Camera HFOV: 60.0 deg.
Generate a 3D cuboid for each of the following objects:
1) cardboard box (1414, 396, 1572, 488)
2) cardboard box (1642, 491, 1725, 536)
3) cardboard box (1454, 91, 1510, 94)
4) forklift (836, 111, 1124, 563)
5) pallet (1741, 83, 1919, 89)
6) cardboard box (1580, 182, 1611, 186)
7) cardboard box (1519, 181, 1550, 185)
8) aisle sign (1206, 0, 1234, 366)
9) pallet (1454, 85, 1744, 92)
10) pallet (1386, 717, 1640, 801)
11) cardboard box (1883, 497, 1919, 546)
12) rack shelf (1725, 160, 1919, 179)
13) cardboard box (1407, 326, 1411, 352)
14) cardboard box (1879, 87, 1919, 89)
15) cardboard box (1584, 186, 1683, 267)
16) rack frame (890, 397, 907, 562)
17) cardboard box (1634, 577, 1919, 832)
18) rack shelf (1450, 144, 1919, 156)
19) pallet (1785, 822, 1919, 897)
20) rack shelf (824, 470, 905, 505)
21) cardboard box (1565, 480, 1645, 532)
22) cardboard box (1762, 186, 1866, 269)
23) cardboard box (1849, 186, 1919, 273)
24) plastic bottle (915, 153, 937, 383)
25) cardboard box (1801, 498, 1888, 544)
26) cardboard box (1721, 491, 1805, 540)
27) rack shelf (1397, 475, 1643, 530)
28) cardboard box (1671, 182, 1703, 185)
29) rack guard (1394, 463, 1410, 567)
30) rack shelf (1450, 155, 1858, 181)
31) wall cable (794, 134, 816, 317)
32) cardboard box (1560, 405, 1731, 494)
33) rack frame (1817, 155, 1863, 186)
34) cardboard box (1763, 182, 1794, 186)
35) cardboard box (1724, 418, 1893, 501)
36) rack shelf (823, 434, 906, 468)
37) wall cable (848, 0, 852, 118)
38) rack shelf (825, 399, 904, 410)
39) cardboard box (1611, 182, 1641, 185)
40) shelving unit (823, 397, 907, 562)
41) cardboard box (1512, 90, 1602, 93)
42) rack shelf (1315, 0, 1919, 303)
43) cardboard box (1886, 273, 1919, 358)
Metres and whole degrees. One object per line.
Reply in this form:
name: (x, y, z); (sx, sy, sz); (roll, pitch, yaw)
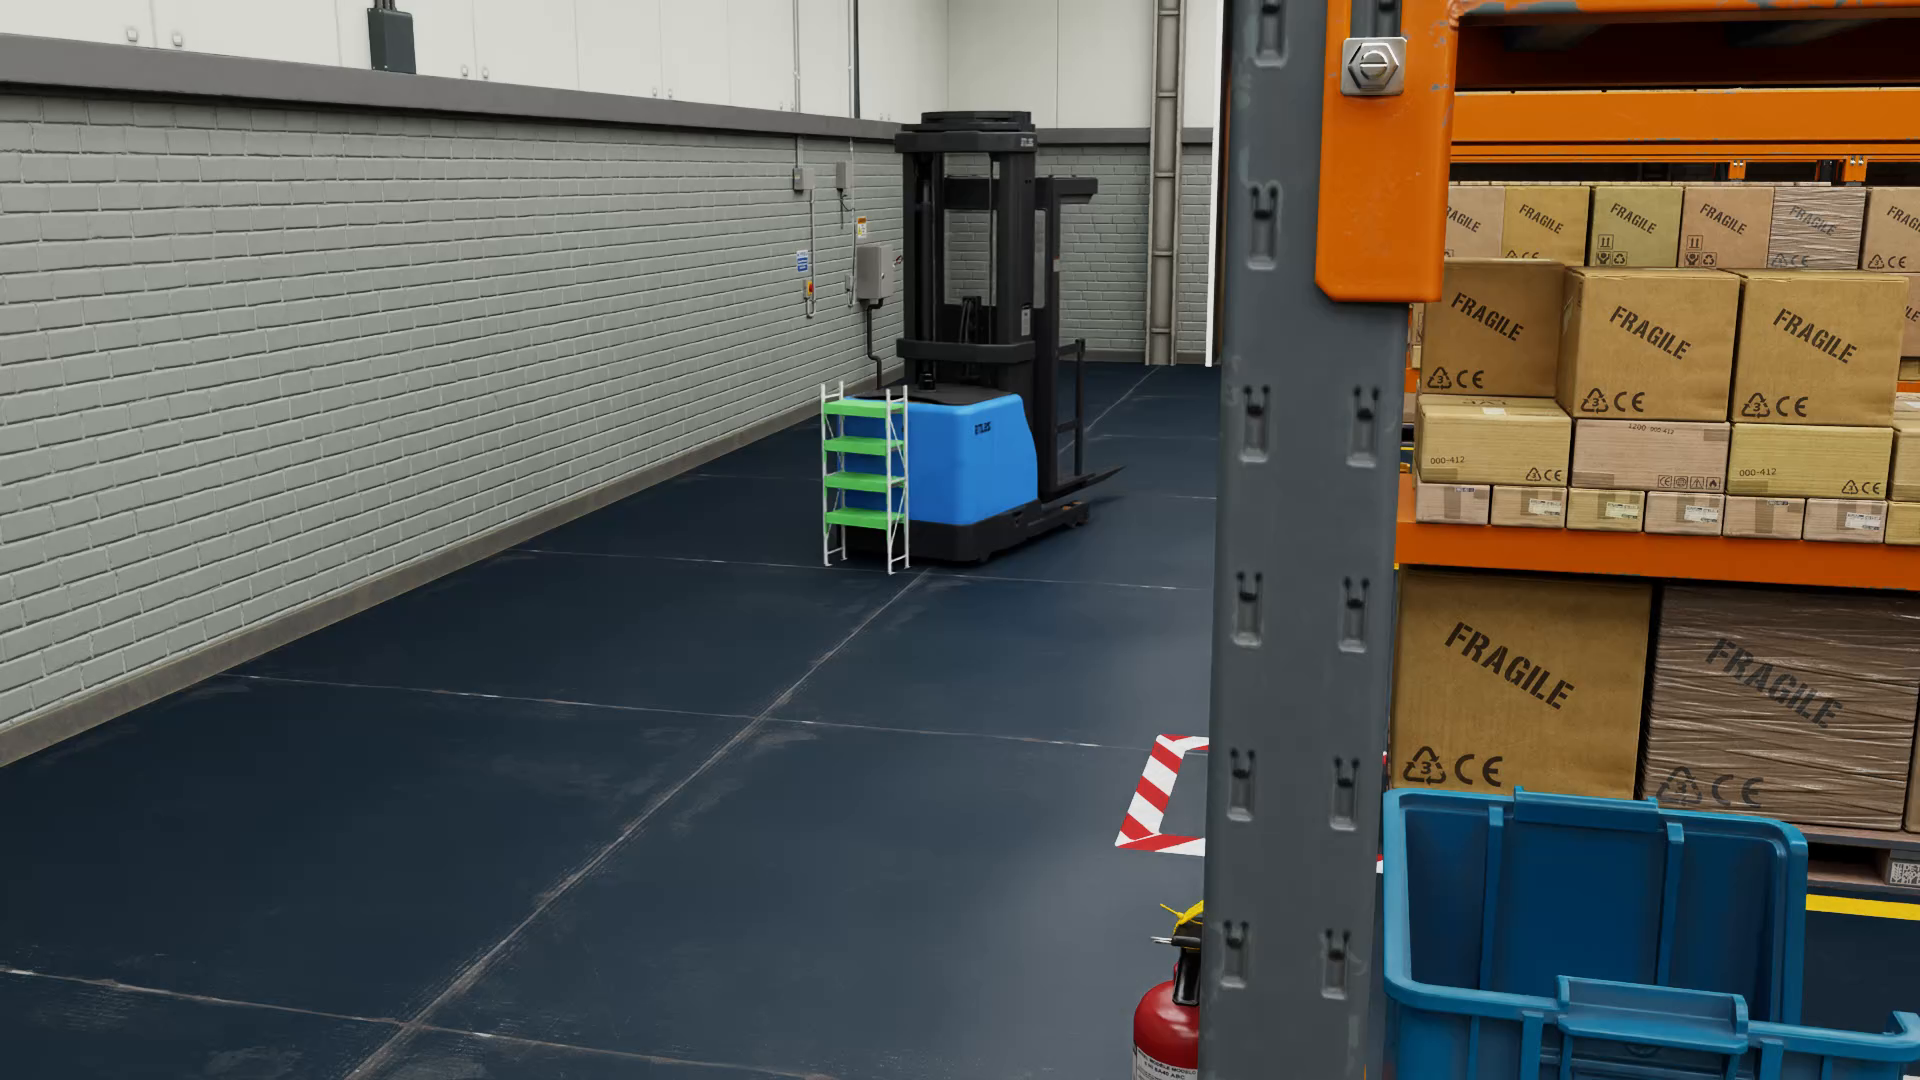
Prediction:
cardboard box: (1.952, -0.370, 6.137); (0.500, 0.250, 0.500); (3, 13, 12)
cardboard box: (2.568, -0.130, 5.974); (0.250, 0.149, 0.380); (3, 13, 13)
cardboard box: (3.212, -2.732, 10.543); (0.500, 0.250, 0.500); (4, 13, 16)
forklift: (0.308, -1.554, 11.972); (1.130, 2.935, 3.031); (7, 14, 28)
pallet: (3.462, -1.702, 5.759); (1.213, 0.211, 1.003); (3, 13, 14)
cardboard box: (5.699, -3.152, 14.976); (0.250, 0.149, 0.380); (3, 13, 12)
cardboard box: (5.228, -3.192, 15.160); (0.250, 0.149, 0.380); (3, 13, 14)
aisle sign: (0.223, -0.549, 1.280); (0.004, 0.787, 0.394); (3, 13, 14)
pallet: (2.274, -1.765, 6.042); (1.213, 0.211, 1.003); (3, 13, 14)
pallet: (2.346, 1.006, 6.710); (1.213, 0.211, 1.003); (3, 13, 14)
cardboard box: (3.310, -0.090, 5.794); (0.250, 0.149, 0.380); (3, 13, 12)
rack shelf: (10.936, -4.310, 18.969); (4.000, 0.370, 1.077); (3, 13, 14)
cardboard box: (5.682, -2.443, 20.612); (0.637, 0.503, 0.797); (3, 13, 11)
cardboard box: (5.698, -2.598, 9.941); (0.500, 0.250, 0.500); (3, 13, 13)
cardboard box: (4.201, -1.964, 10.436); (0.500, 0.500, 0.500); (3, 13, 12)
rack frame: (-0.400, -0.383, 10.689); (0.006, 1.046, 0.228); (7, 14, 28)
cardboard box: (3.075, 0.516, 6.419); (0.875, 0.875, 0.875); (3, 13, 14)
rack shelf: (4.779, -2.427, 10.484); (4.000, 0.370, 1.077); (3, 13, 14)
pallet: (3.527, 1.070, 6.423); (1.213, 0.211, 1.003); (3, 13, 14)
rack shelf: (-0.615, -0.345, 10.815); (0.480, 0.148, 0.258); (7, 14, 28)
cardboard box: (2.315, -0.143, 6.034); (0.250, 0.149, 0.380); (3, 13, 12)
cardboard box: (5.203, -1.915, 10.214); (0.500, 0.500, 0.500); (3, 13, 15)
cardboard box: (5.697, -1.886, 10.081); (0.500, 0.500, 0.500); (3, 13, 12)
plastic bottle: (7.181, -1.269, 10.529); (15.089, 2.616, 20.093); (3, 13, 14)
cardboard box: (3.065, -0.103, 5.854); (0.250, 0.149, 0.380); (3, 13, 13)
cardboard box: (2.815, -0.117, 5.914); (0.250, 0.149, 0.380); (3, 13, 12)
rack shelf: (3.493, -0.055, 6.102); (3.809, 0.052, 0.919); (3, 13, 14)
cardboard box: (6.462, -3.125, 14.858); (0.250, 0.149, 0.380); (3, 13, 13)
rack guard: (2.911, -0.193, 11.451); (0.348, 0.500, 1.175); (3, 13, 14)
rack shelf: (5.867, -3.473, 15.199); (4.000, 0.370, 1.077); (3, 13, 14)
wall cable: (-1.555, -3.263, 17.097); (0.123, 1.953, 0.585); (3, 13, 14)
cardboard box: (2.459, -0.345, 6.021); (0.500, 0.250, 0.500); (3, 13, 13)
rack frame: (7.809, -2.256, 14.978); (0.127, 3.000, 1.000); (3, 13, 14)
cardboard box: (7.204, -3.096, 14.724); (0.250, 0.149, 0.380); (3, 13, 15)
cardboard box: (2.946, -0.318, 5.901); (0.500, 0.250, 0.500); (3, 13, 12)
rack shelf: (-0.615, -0.580, 10.763); (0.480, 0.148, 0.258); (7, 14, 28)
wall cable: (-1.482, -5.787, 17.040); (0.029, 3.000, 2.355); (3, 13, 14)
rack shelf: (-0.615, -0.866, 10.699); (0.457, 0.021, 0.221); (7, 14, 28)
cardboard box: (5.965, -3.148, 14.961); (0.250, 0.149, 0.380); (3, 13, 14)
shelving unit: (-0.612, -0.407, 10.800); (0.487, 1.046, 0.258); (7, 14, 28)
cardboard box: (3.722, -2.704, 10.415); (0.500, 0.250, 0.500); (3, 13, 15)
rack shelf: (2.306, -0.348, 1.112); (4.000, 0.370, 1.077); (3, 13, 14)
cardboard box: (5.680, -1.397, 10.188); (0.500, 0.500, 0.500); (3, 13, 12)
